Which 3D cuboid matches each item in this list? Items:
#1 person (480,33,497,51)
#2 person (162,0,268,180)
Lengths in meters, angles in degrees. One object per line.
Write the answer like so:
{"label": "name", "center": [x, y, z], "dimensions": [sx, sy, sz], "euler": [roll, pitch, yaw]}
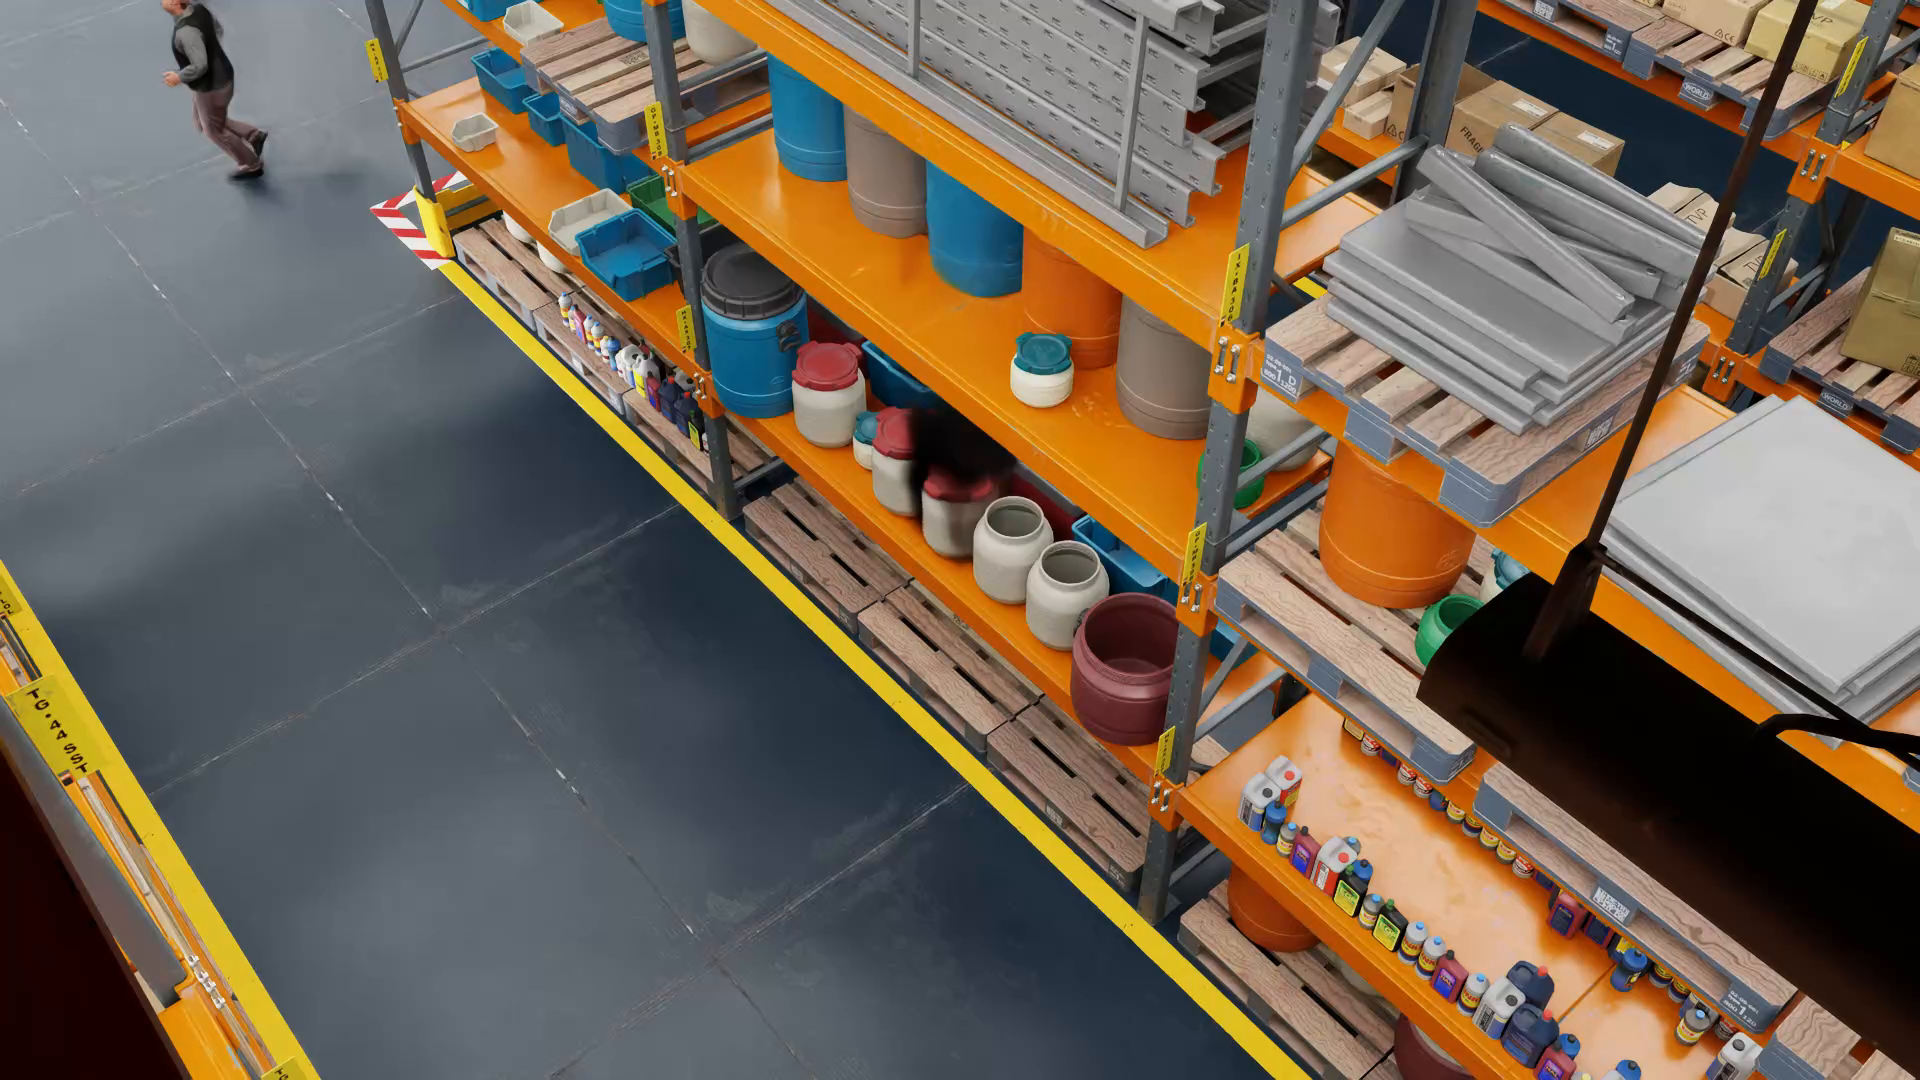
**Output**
{"label": "person", "center": [-3.704, -4.110, 13.667], "dimensions": [0.821, 1.828, 0.670], "euler": [9, 47, 9]}
{"label": "person", "center": [-6.033, -3.676, 13.344], "dimensions": [0.599, 1.667, 0.664], "euler": [-10, 47, -9]}
